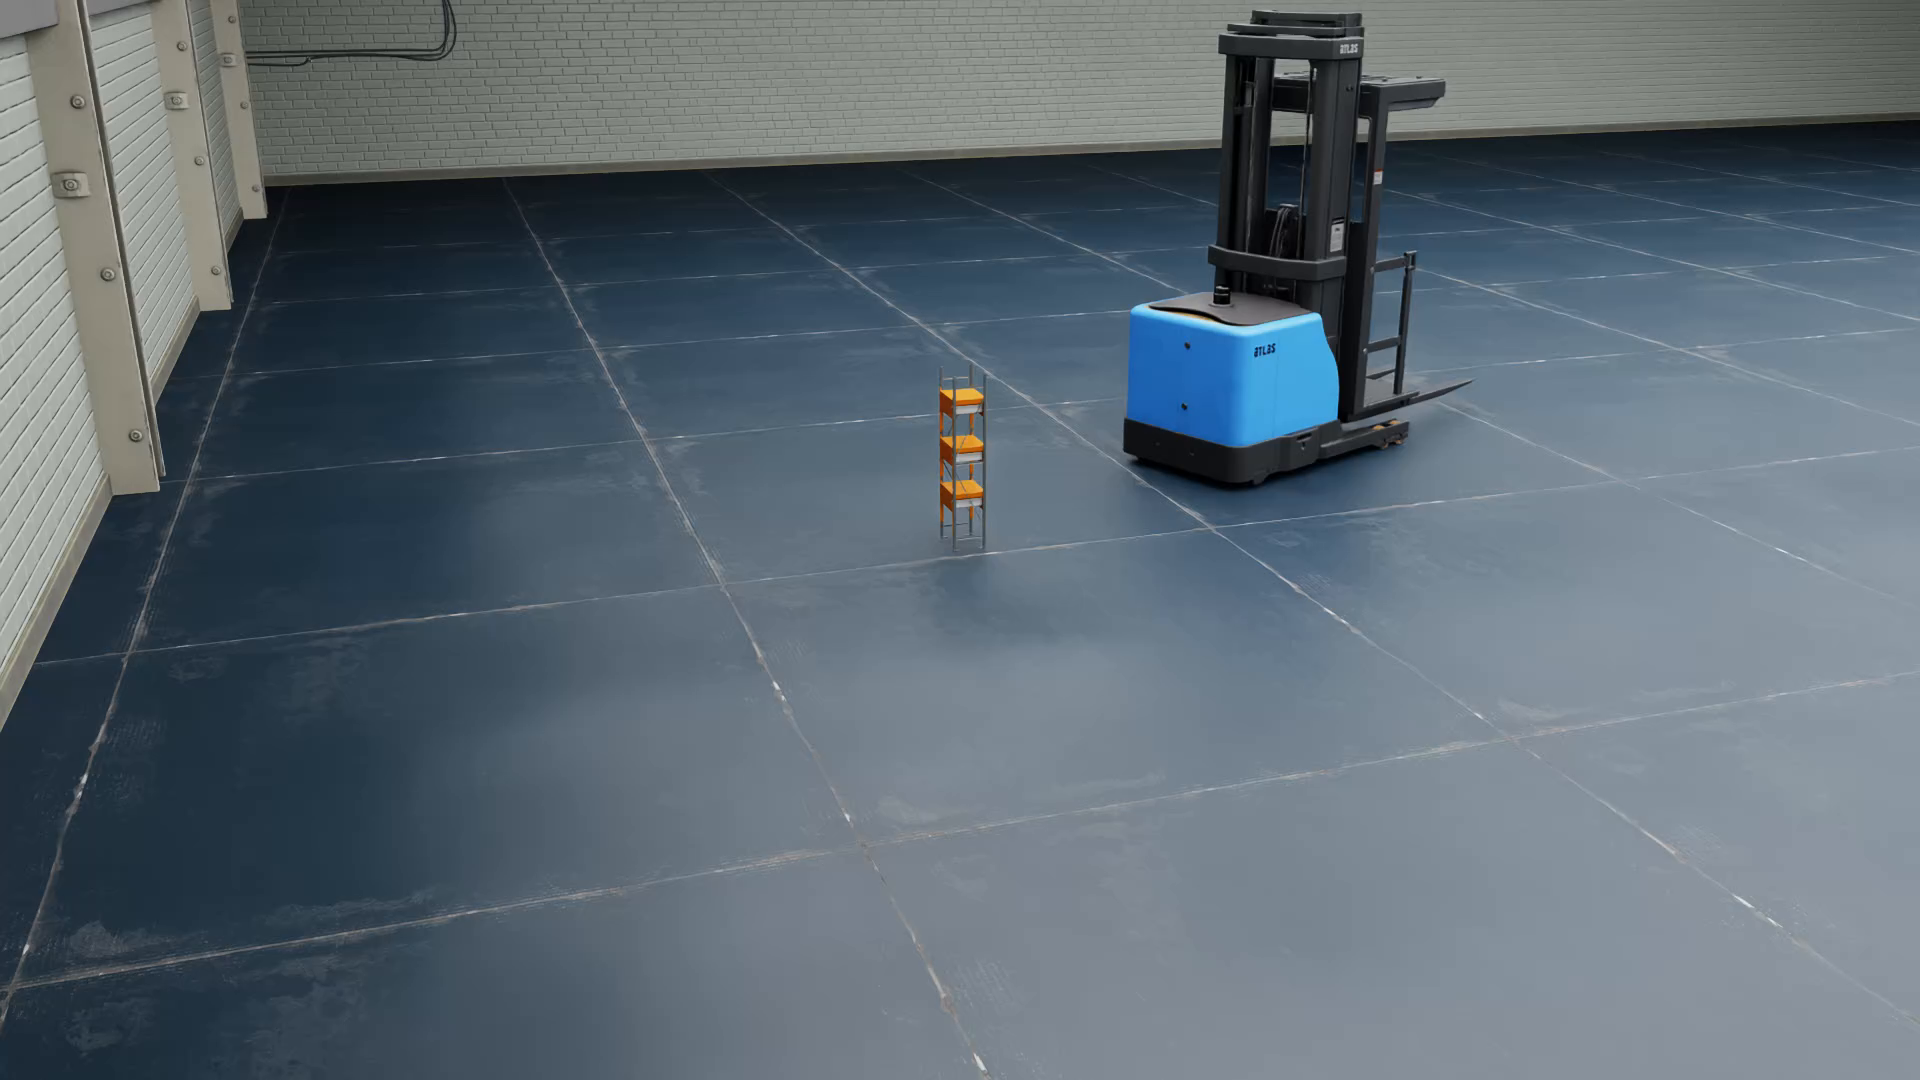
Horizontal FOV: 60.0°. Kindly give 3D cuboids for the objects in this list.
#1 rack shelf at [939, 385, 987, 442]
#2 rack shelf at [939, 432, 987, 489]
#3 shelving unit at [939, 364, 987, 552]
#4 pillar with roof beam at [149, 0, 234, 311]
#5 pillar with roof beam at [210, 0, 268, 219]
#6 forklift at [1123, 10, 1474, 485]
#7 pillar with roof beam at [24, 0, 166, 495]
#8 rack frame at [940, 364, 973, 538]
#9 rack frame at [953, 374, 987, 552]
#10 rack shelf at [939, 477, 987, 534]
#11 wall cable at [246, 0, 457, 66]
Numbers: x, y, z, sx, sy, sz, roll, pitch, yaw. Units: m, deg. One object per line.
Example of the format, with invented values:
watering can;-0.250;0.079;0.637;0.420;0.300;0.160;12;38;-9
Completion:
rack shelf;0.017;-0.734;9.599;0.215;0.259;0.240;-6;21;-17
rack shelf;0.017;-0.467;9.695;0.215;0.259;0.240;-6;21;-17
shelving unit;0.017;-0.477;9.691;0.215;1.050;0.252;-6;21;-17
pillar with roof beam;-3.210;-6.982;16.043;9.100;9.000;0.400;-6;21;-17
pillar with roof beam;-5.096;-8.907;21.403;9.100;9.000;0.400;-6;21;-17
forklift;2.557;-2.135;11.526;3.031;2.935;1.130;-17;26;-39
pillar with roof beam;-1.325;-5.057;10.682;9.100;9.000;0.400;-6;21;-17
rack frame;-0.022;-0.516;9.800;0.200;1.050;0.008;-6;21;-17
rack frame;0.055;-0.438;9.582;0.200;1.050;0.008;-6;21;-17
rack shelf;0.017;-0.205;9.789;0.215;0.259;0.240;-6;21;-17
wall cable;-8.854;-8.075;23.678;3.097;2.526;0.112;-6;21;-17
